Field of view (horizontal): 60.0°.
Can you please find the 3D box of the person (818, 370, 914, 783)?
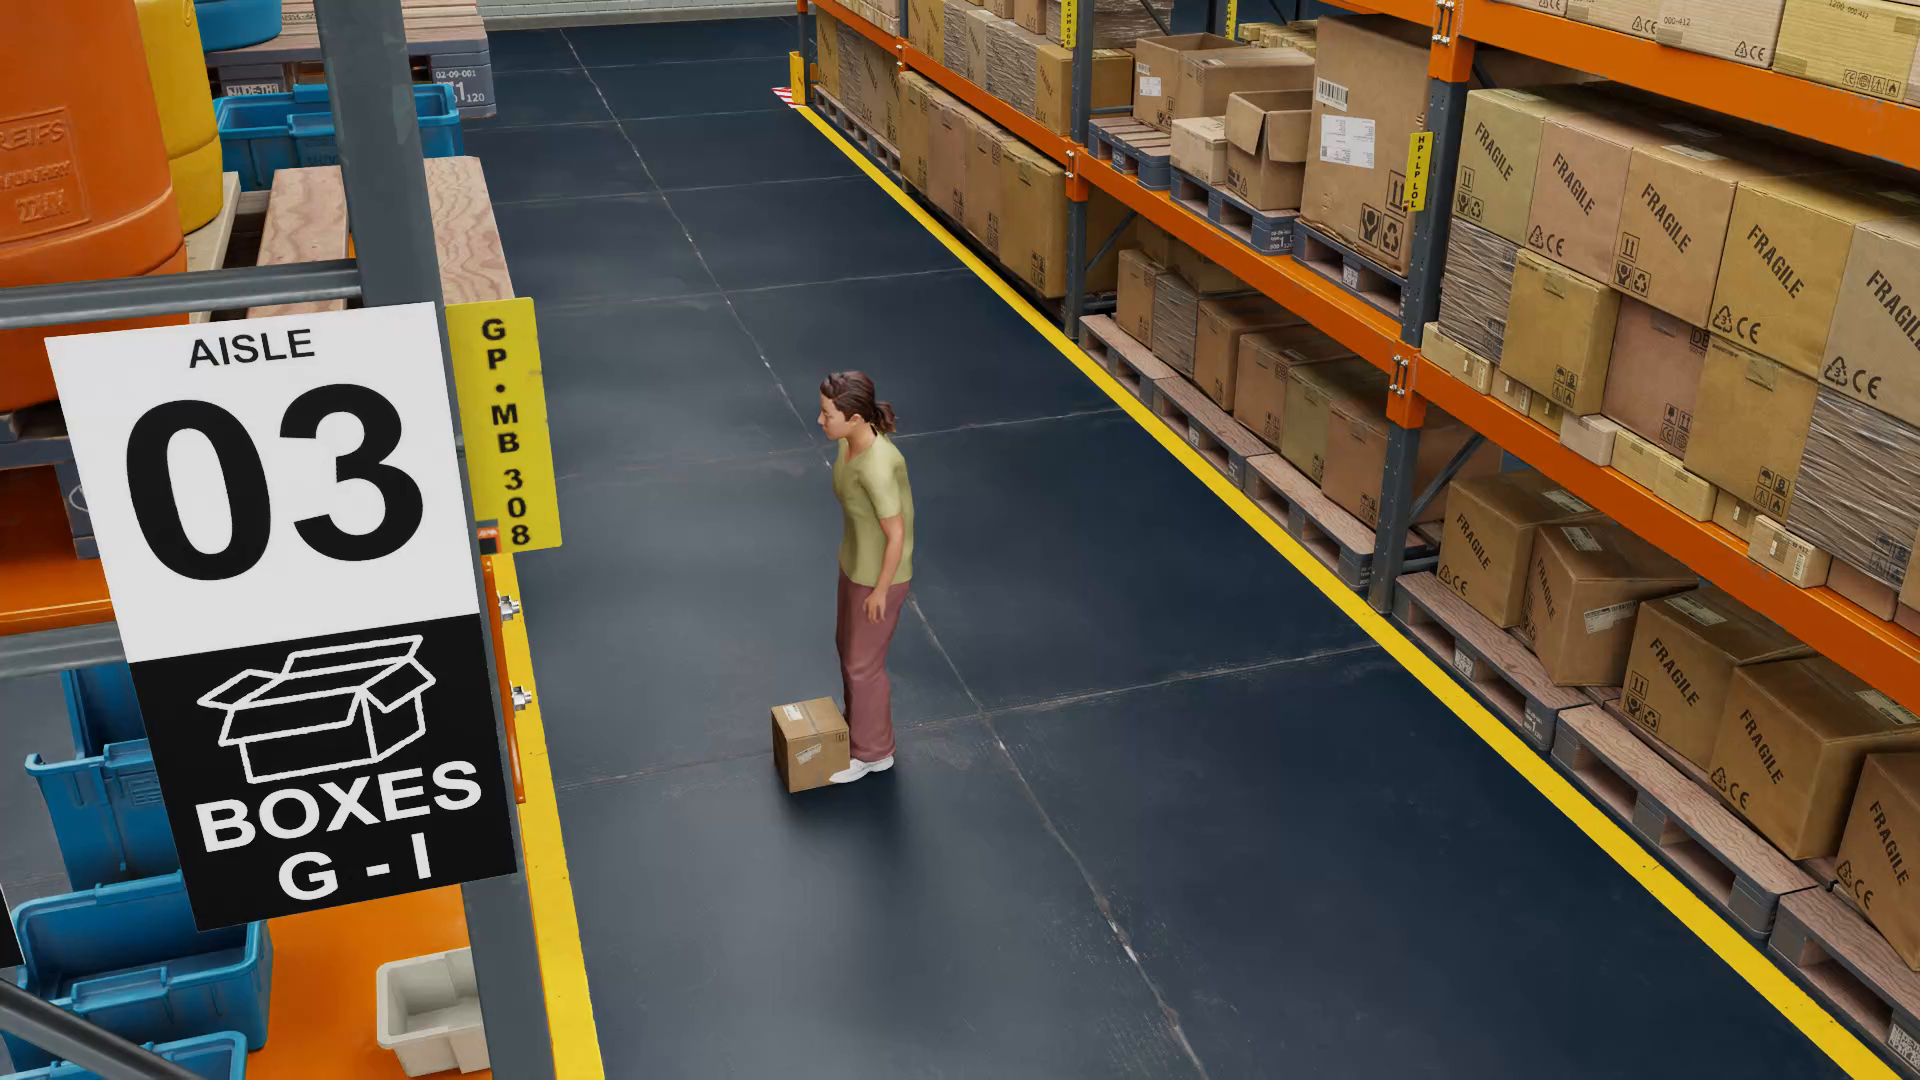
[{"bbox_3d":[-0.384,0.134,6.346,0.405,1.673,0.499,-8,28,-16],"label":"person"}]
